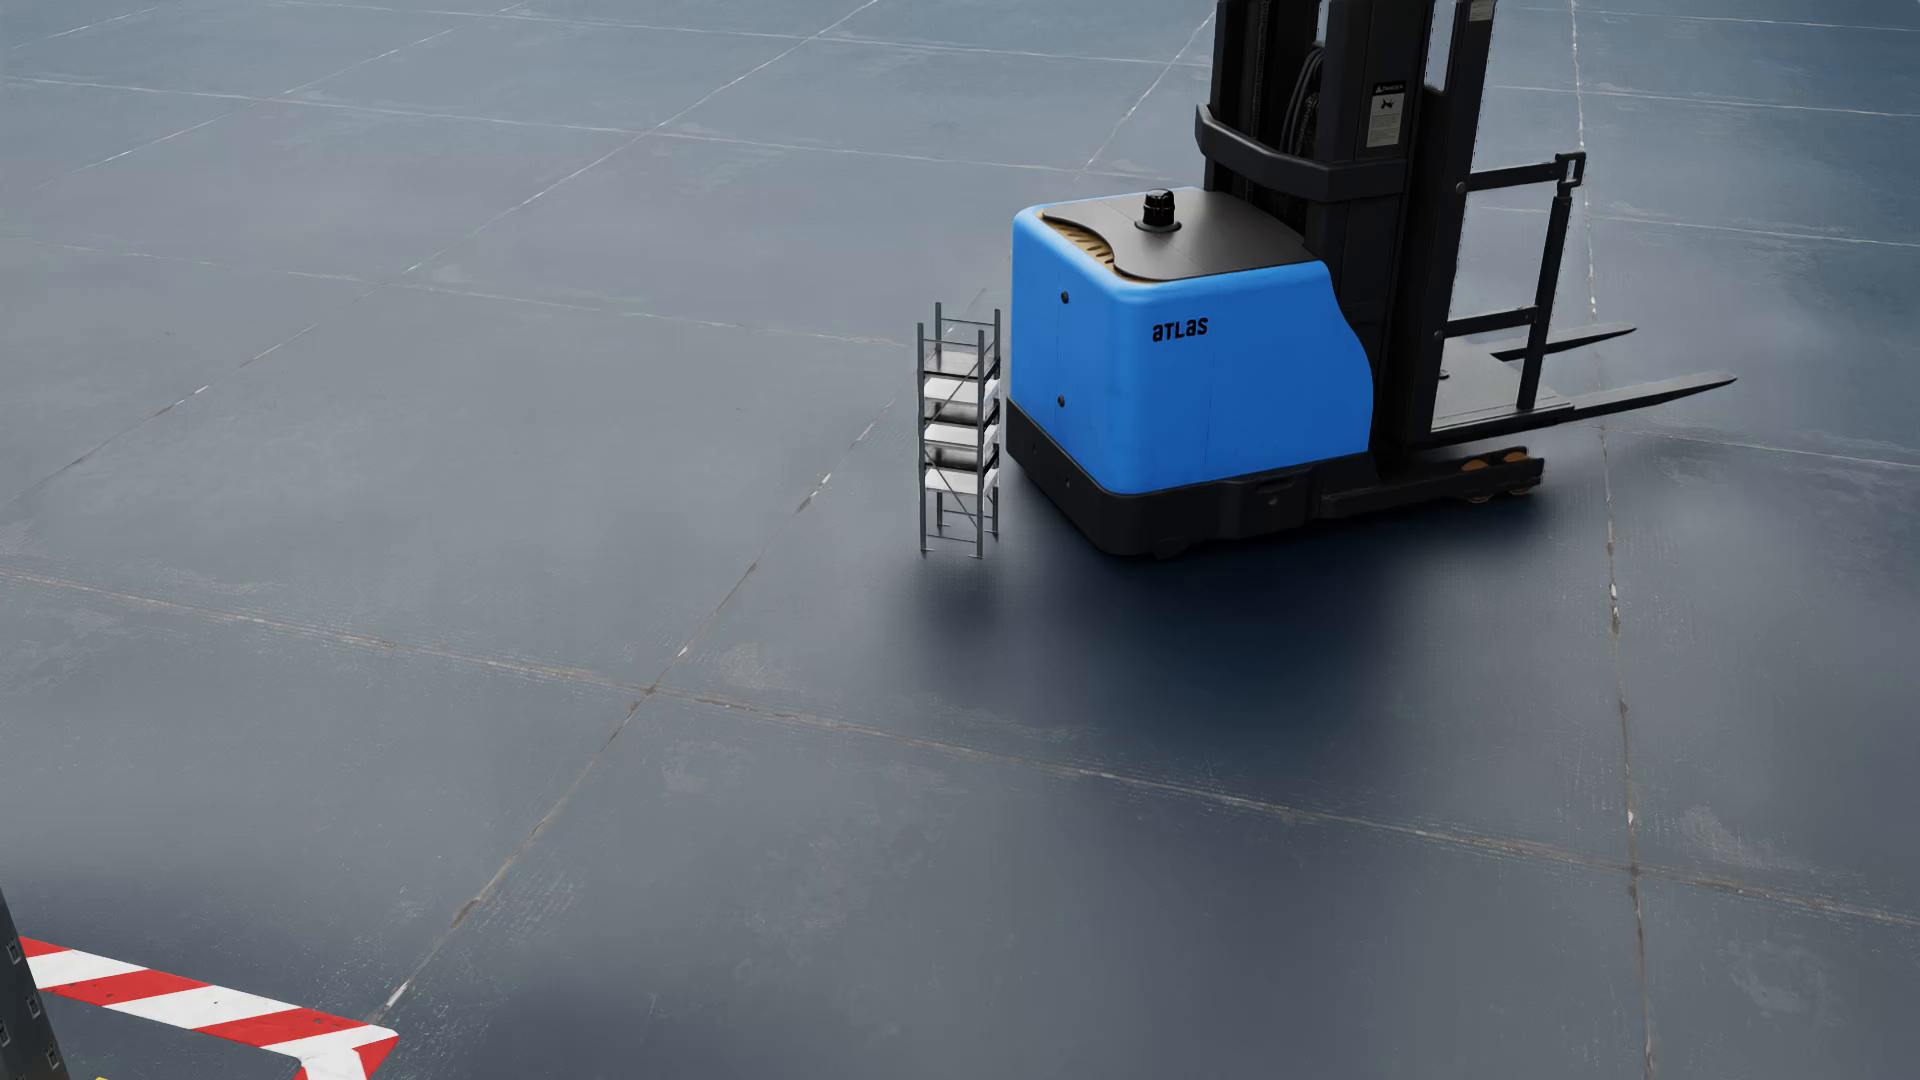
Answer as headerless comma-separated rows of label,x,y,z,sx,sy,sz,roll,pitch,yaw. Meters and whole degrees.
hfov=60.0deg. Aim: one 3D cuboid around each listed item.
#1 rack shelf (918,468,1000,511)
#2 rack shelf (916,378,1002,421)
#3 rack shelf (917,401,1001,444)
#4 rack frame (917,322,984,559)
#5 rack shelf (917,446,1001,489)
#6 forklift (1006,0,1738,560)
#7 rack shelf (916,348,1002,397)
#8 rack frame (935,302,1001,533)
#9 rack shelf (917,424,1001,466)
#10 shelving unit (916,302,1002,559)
rack shelf,-0.002,-0.203,6.128,0.258,0.077,0.200,8,30,15
rack shelf,-0.002,-0.518,5.953,0.258,0.077,0.200,8,30,15
rack shelf,-0.002,-0.439,5.997,0.258,0.077,0.200,8,30,15
rack frame,-0.032,-0.342,5.940,0.240,0.900,0.006,8,30,15
rack shelf,-0.002,-0.282,6.084,0.258,0.077,0.200,8,30,15
forklift,1.756,-1.652,6.204,3.031,2.935,1.130,-11,31,-19
rack shelf,-0.002,-0.596,5.909,0.258,0.077,0.200,8,30,15
rack frame,0.027,-0.437,6.109,0.240,0.900,0.006,8,30,15
rack shelf,-0.002,-0.360,6.041,0.258,0.077,0.200,8,30,15
shelving unit,-0.002,-0.389,6.024,0.258,0.900,0.210,8,30,15
